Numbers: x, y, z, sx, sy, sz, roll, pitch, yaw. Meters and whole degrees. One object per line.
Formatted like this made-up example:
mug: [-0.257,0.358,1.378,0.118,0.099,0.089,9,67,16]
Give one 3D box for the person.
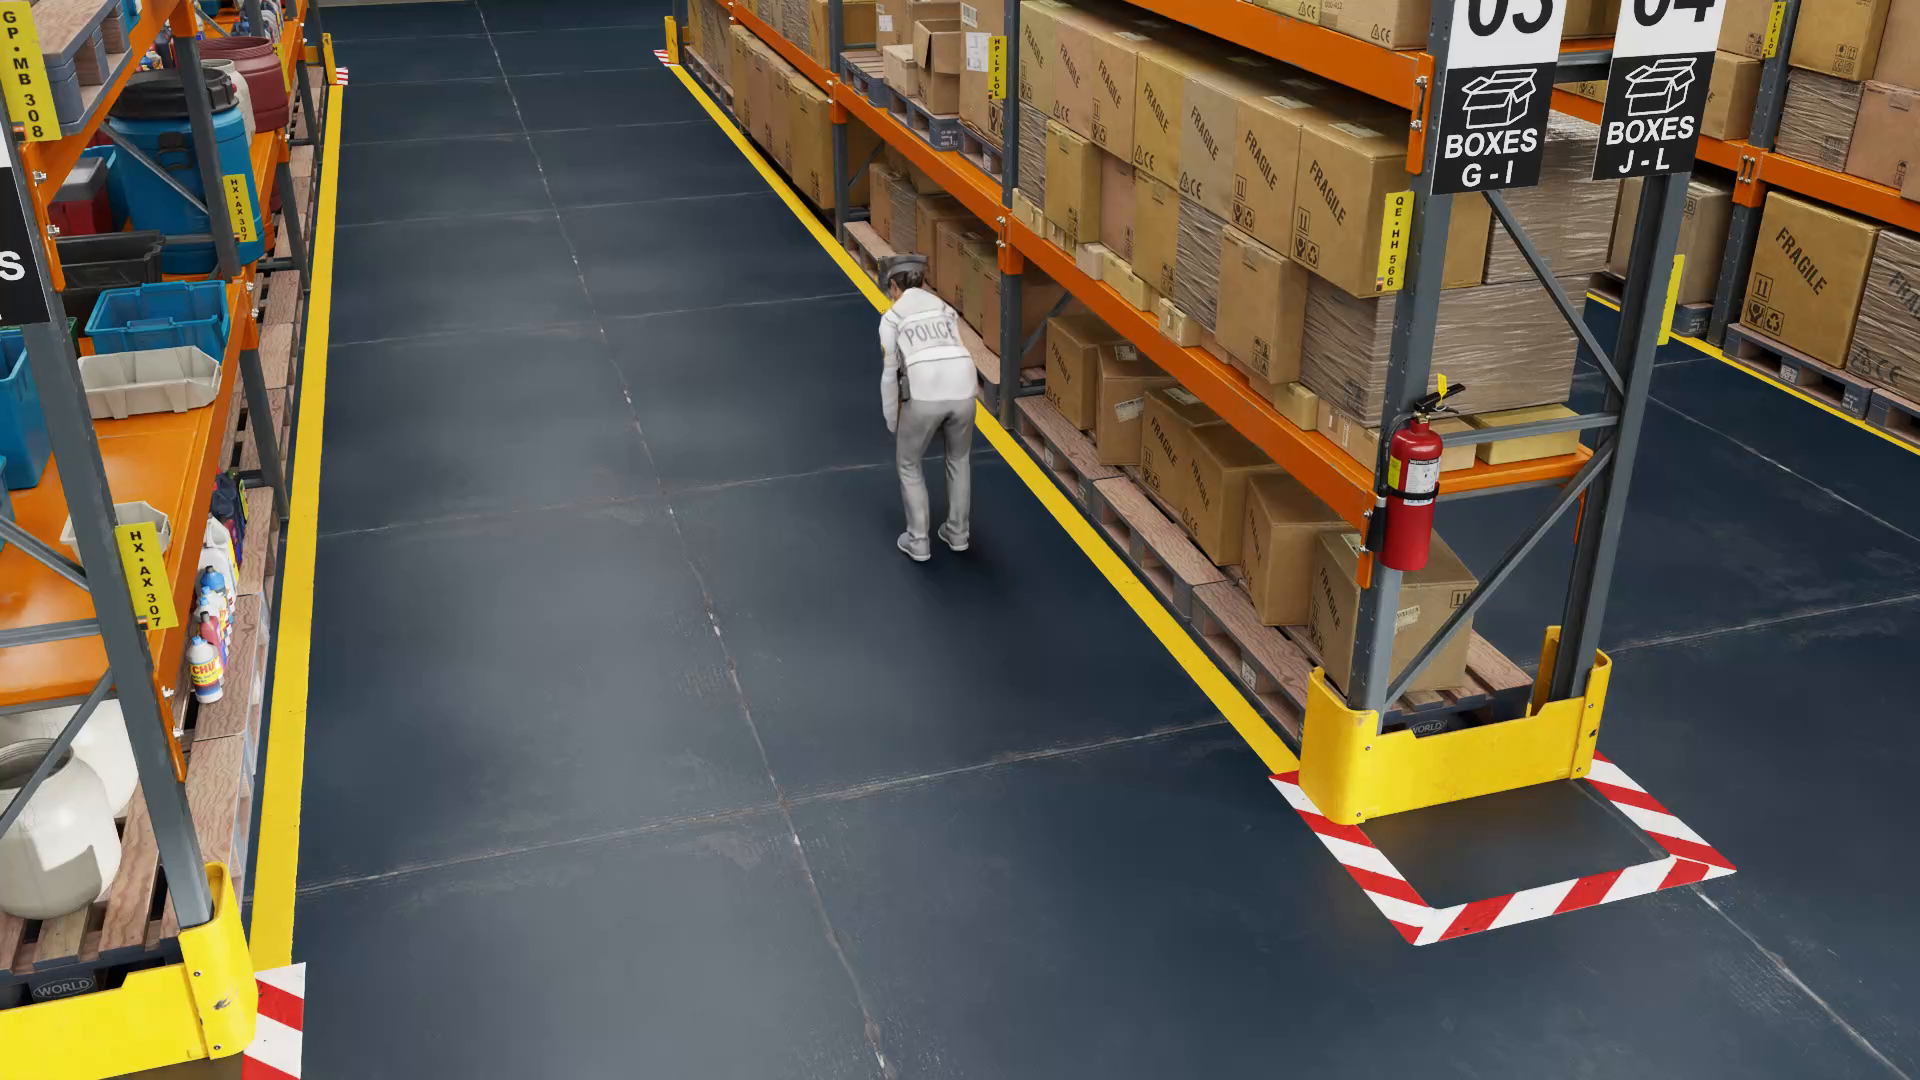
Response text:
person: [-0.182,-0.667,8.226,0.404,1.428,0.814,-9,28,-17]
